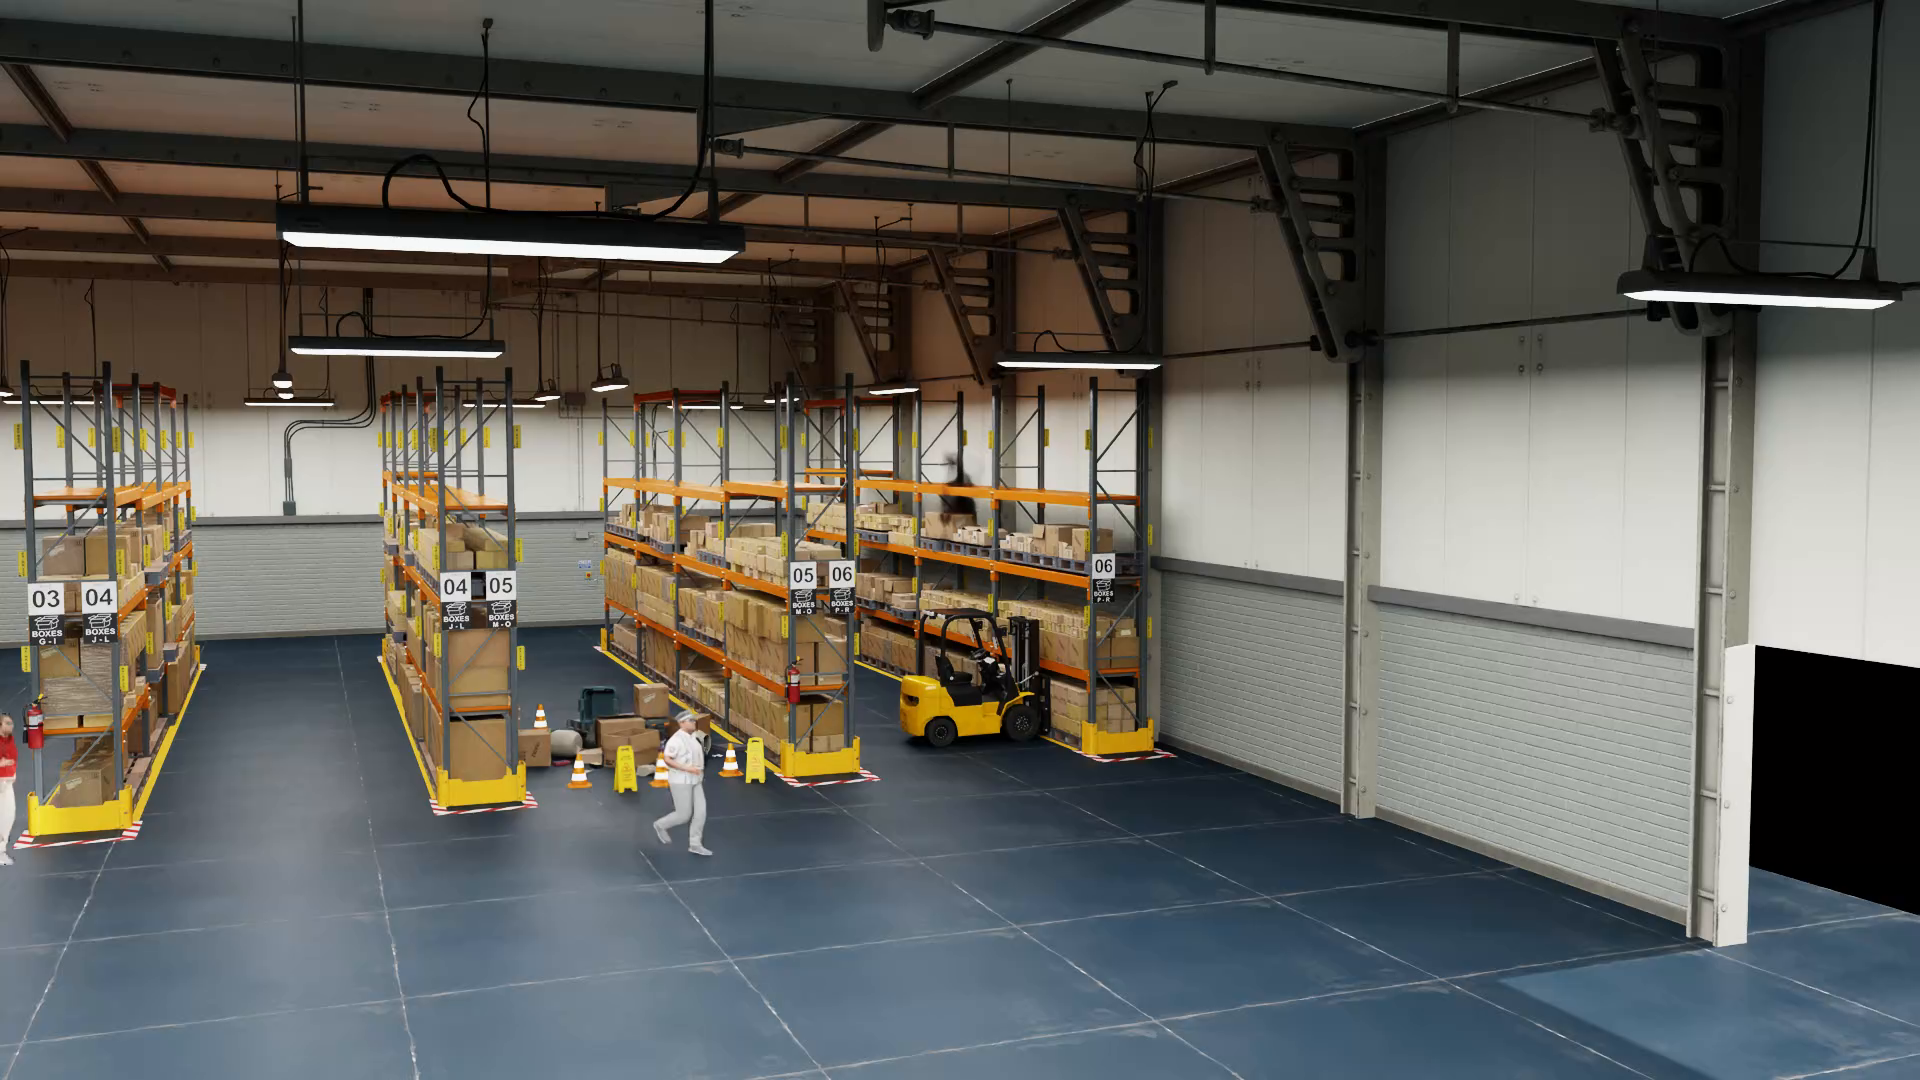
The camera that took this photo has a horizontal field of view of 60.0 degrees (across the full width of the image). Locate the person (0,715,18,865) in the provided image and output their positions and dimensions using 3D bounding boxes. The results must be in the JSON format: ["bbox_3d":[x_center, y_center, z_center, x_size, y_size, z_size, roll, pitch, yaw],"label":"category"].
[{"bbox_3d":[-11.517,2.961,19.872,0.906,1.727,0.683,1,4,21],"label":"person"}]

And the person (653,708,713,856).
[{"bbox_3d":[-3.354,2.923,20.123,0.800,1.780,0.461,1,4,22],"label":"person"}]
